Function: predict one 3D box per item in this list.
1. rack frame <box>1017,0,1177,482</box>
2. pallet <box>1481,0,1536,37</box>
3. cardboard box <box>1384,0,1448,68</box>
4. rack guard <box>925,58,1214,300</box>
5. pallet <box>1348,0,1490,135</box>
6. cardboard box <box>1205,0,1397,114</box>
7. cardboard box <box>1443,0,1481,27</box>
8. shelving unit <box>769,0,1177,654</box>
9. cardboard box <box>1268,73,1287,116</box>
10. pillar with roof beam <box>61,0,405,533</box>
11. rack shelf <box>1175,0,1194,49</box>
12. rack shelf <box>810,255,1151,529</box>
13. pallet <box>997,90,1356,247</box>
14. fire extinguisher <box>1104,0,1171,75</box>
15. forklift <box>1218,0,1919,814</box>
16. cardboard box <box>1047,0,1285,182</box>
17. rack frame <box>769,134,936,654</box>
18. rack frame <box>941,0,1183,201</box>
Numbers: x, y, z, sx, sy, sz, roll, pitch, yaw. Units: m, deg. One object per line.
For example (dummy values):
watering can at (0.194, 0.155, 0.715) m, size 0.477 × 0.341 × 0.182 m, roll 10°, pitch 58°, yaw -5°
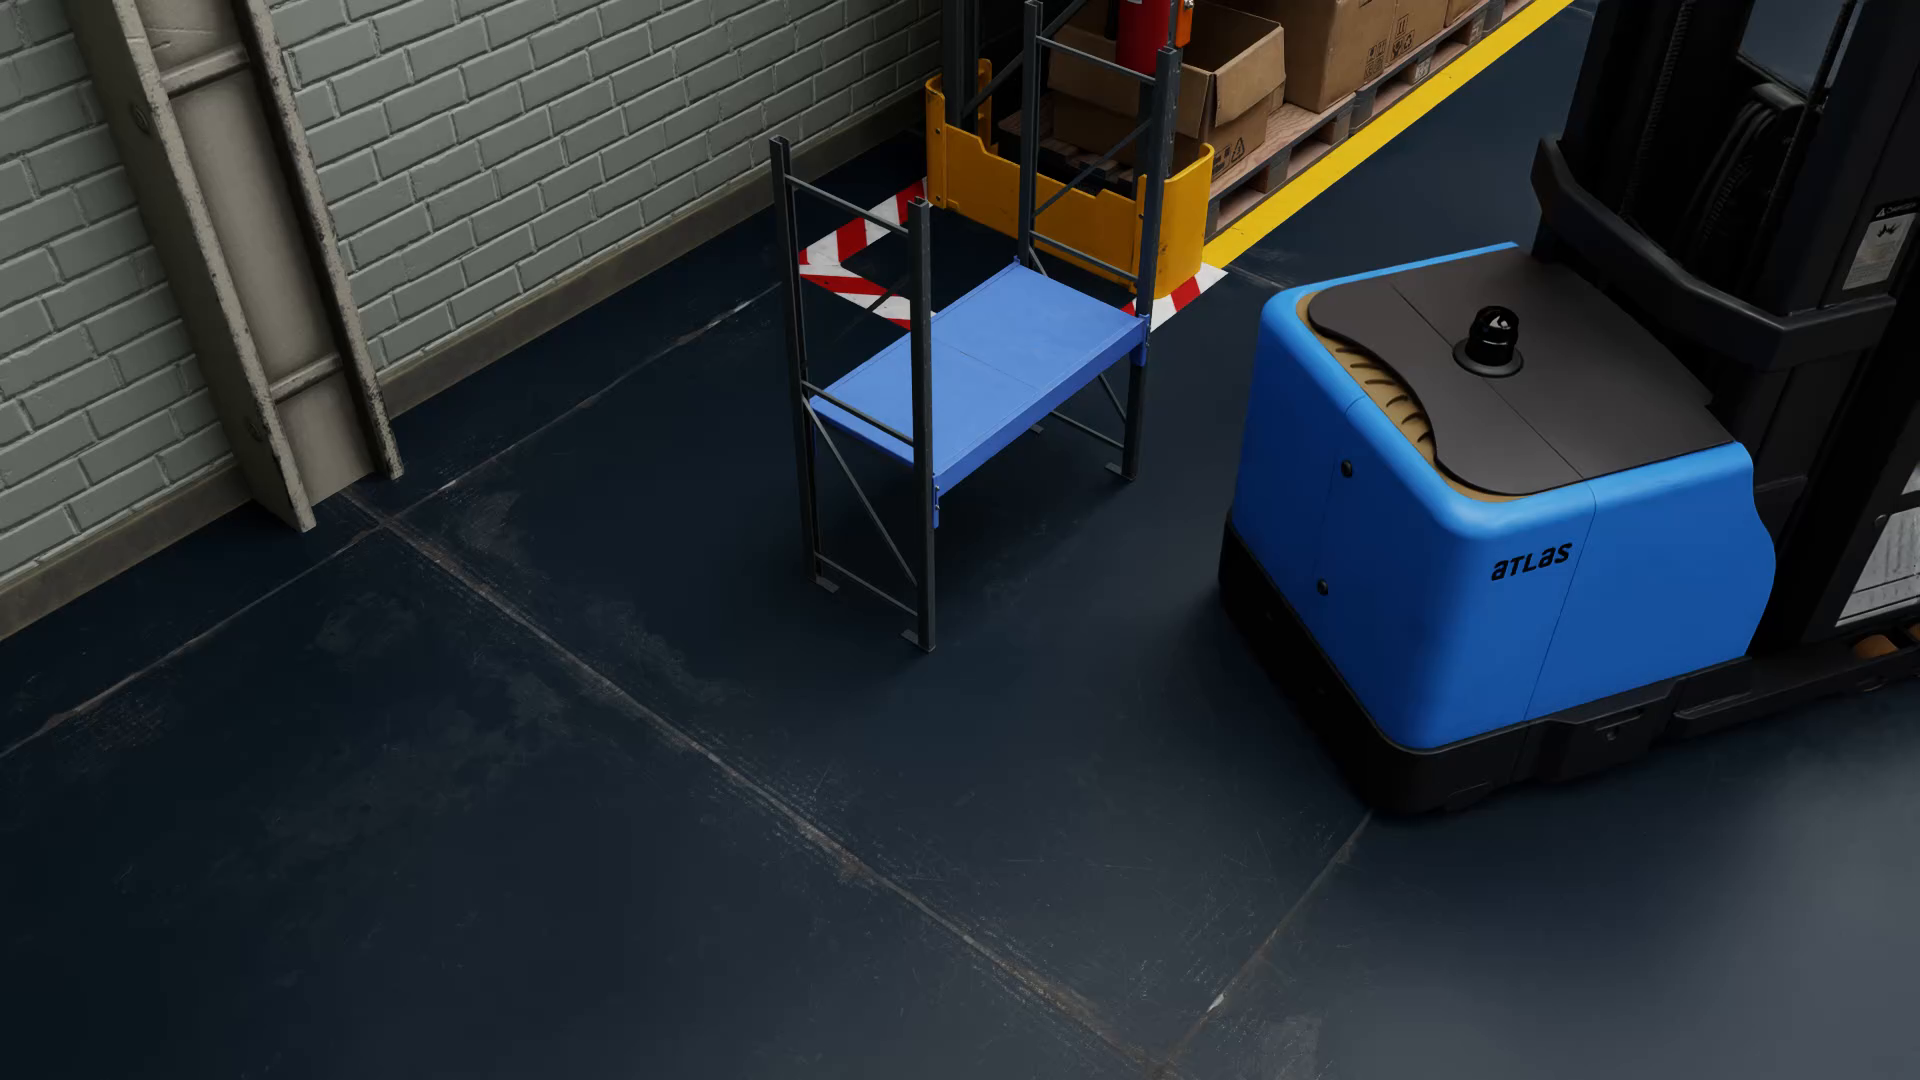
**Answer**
rack frame at (0.382, -0.861, 5.082) m, size 0.500 × 1.500 × 0.032 m, roll 29°, pitch 50°, yaw 28°
pallet at (2.480, -2.971, 8.361) m, size 1.003 × 0.211 × 1.213 m, roll 29°, pitch 50°, yaw 28°
cardboard box at (1.811, -2.453, 7.264) m, size 0.500 × 0.500 × 0.500 m, roll 30°, pitch 50°, yaw 29°
rack guard at (0.397, -1.411, 6.430) m, size 1.175 × 0.500 × 0.348 m, roll 29°, pitch 50°, yaw 28°
pallet at (1.695, -2.340, 7.667) m, size 1.003 × 0.211 × 1.213 m, roll 29°, pitch 50°, yaw 28°
cardboard box at (1.394, -2.224, 7.012) m, size 0.700 × 0.500 × 0.500 m, roll 32°, pitch 51°, yaw 30°
cardboard box at (2.063, -2.759, 7.600) m, size 0.700 × 0.500 × 0.500 m, roll 28°, pitch 49°, yaw 27°
shelving unit at (0.055, -0.599, 4.794) m, size 0.538 × 1.500 × 1.048 m, roll 29°, pitch 50°, yaw 28°
cardboard box at (1.118, -1.873, 6.887) m, size 0.380 × 0.149 × 0.250 m, roll 28°, pitch 49°, yaw 27°
pillar with roof beam at (1.218, -1.654, 0.380) m, size 9.100 × 9.000 × 0.400 m, roll 29°, pitch 50°, yaw 28°
rack shelf at (1.635, -3.060, 6.920) m, size 1.077 × 0.370 × 4.000 m, roll 29°, pitch 50°, yaw 28°
rack shelf at (0.055, -0.466, 4.915) m, size 0.538 × 0.185 × 1.000 m, roll 29°, pitch 50°, yaw 28°
pallet at (0.910, -1.715, 6.979) m, size 1.003 × 0.211 × 1.213 m, roll 29°, pitch 50°, yaw 28°
fire extinguisher at (0.607, -1.854, 5.394) m, size 0.296 × 0.674 × 0.183 m, roll 29°, pitch 50°, yaw 28°
forklift at (2.351, -0.972, 4.141) m, size 3.031 × 2.935 × 1.130 m, roll -14°, pitch 44°, yaw -15°
cardboard box at (0.815, -1.802, 6.546) m, size 0.797 × 0.503 × 0.637 m, roll 28°, pitch 49°, yaw 27°
rack frame at (-0.272, -0.337, 4.506) m, size 0.500 × 1.500 × 0.032 m, roll 29°, pitch 50°, yaw 28°
rack frame at (0.348, -2.296, 5.546) m, size 1.000 × 3.000 × 0.127 m, roll 29°, pitch 50°, yaw 28°
